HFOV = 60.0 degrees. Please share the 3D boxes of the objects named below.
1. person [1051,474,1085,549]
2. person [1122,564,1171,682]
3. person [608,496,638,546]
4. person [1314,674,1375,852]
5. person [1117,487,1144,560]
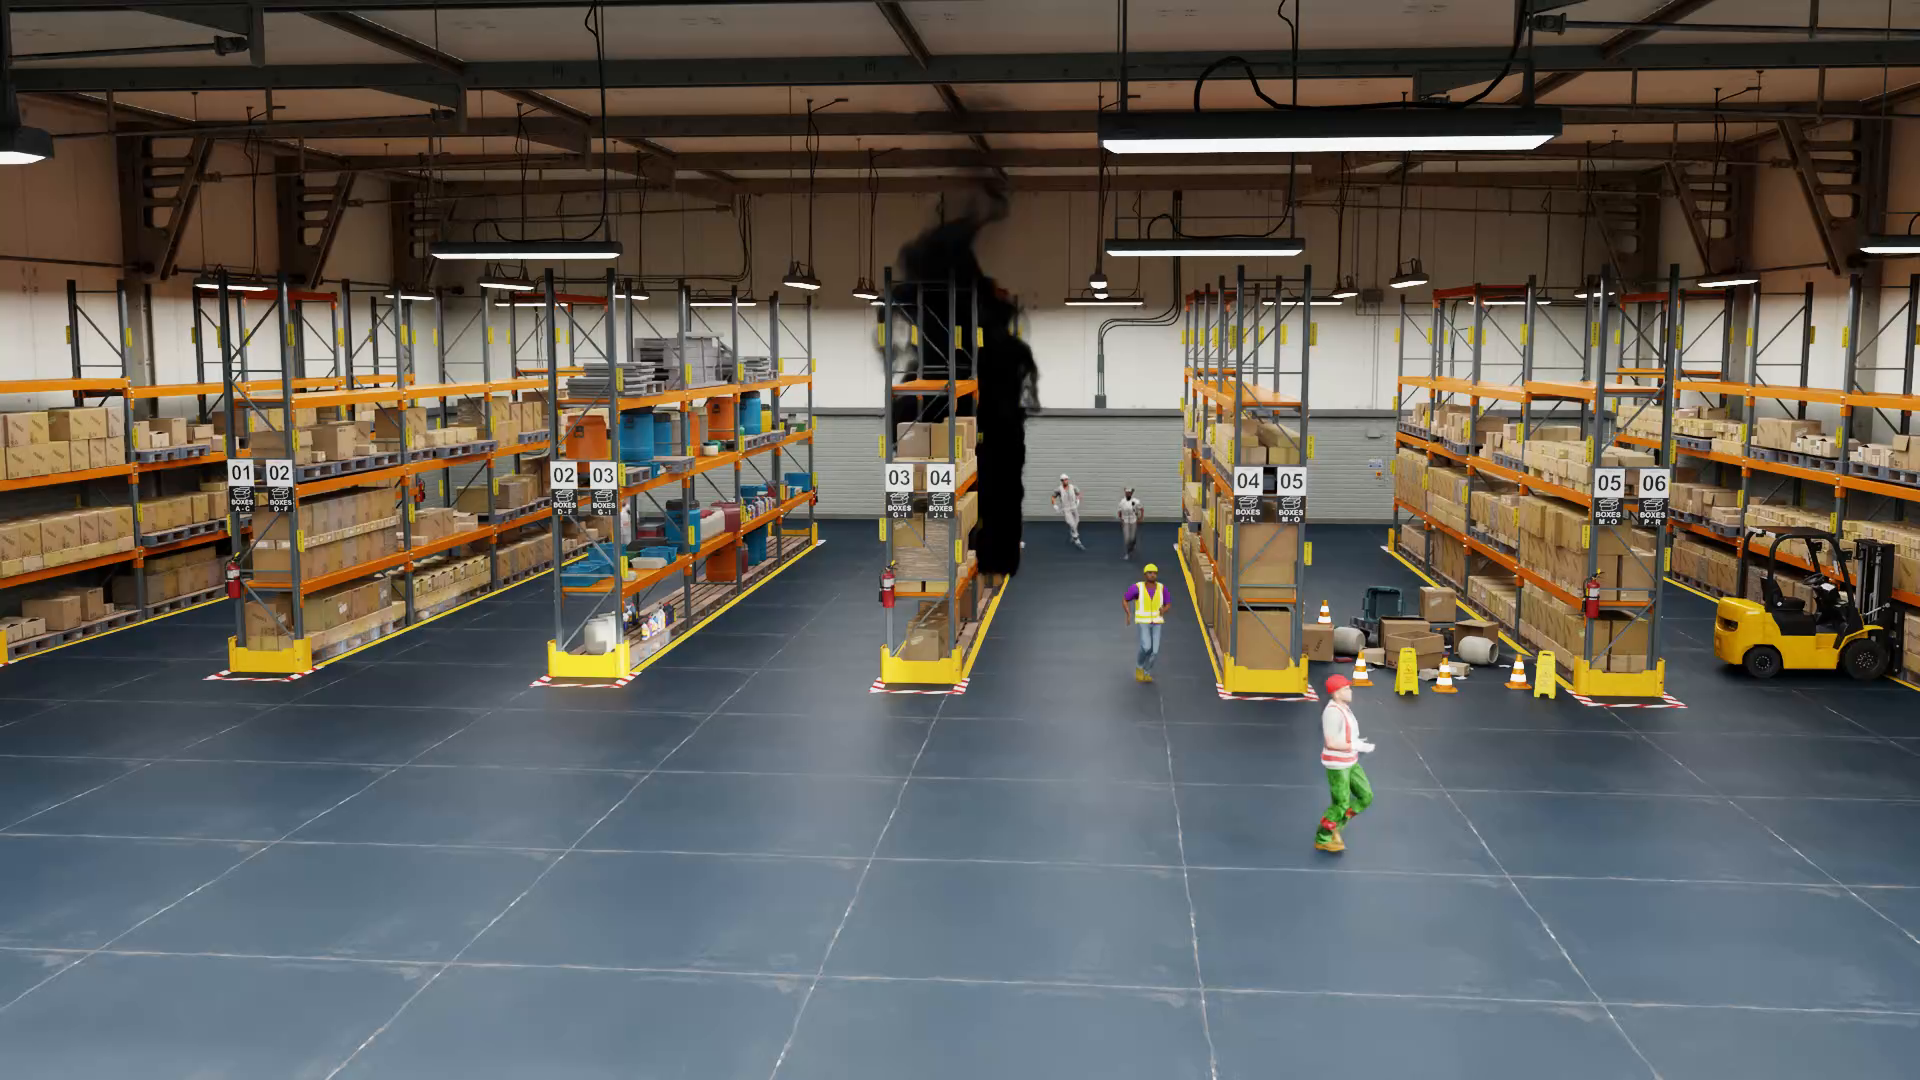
[{"bbox_3d":[2.596,-0.691,39.587,0.743,1.759,0.861,-2,7,-16],"label":"person"},{"bbox_3d":[2.741,1.205,24.096,0.680,1.718,0.599,-1,7,-9],"label":"person"},{"bbox_3d":[-7.140,-0.146,35.210,0.642,1.761,0.649,-1,7,-7],"label":"person"},{"bbox_3d":[3.750,2.173,16.098,0.609,1.756,0.639,4,8,29],"label":"person"},{"bbox_3d":[3.861,-0.392,37.734,0.592,1.662,0.601,2,7,13],"label":"person"}]
